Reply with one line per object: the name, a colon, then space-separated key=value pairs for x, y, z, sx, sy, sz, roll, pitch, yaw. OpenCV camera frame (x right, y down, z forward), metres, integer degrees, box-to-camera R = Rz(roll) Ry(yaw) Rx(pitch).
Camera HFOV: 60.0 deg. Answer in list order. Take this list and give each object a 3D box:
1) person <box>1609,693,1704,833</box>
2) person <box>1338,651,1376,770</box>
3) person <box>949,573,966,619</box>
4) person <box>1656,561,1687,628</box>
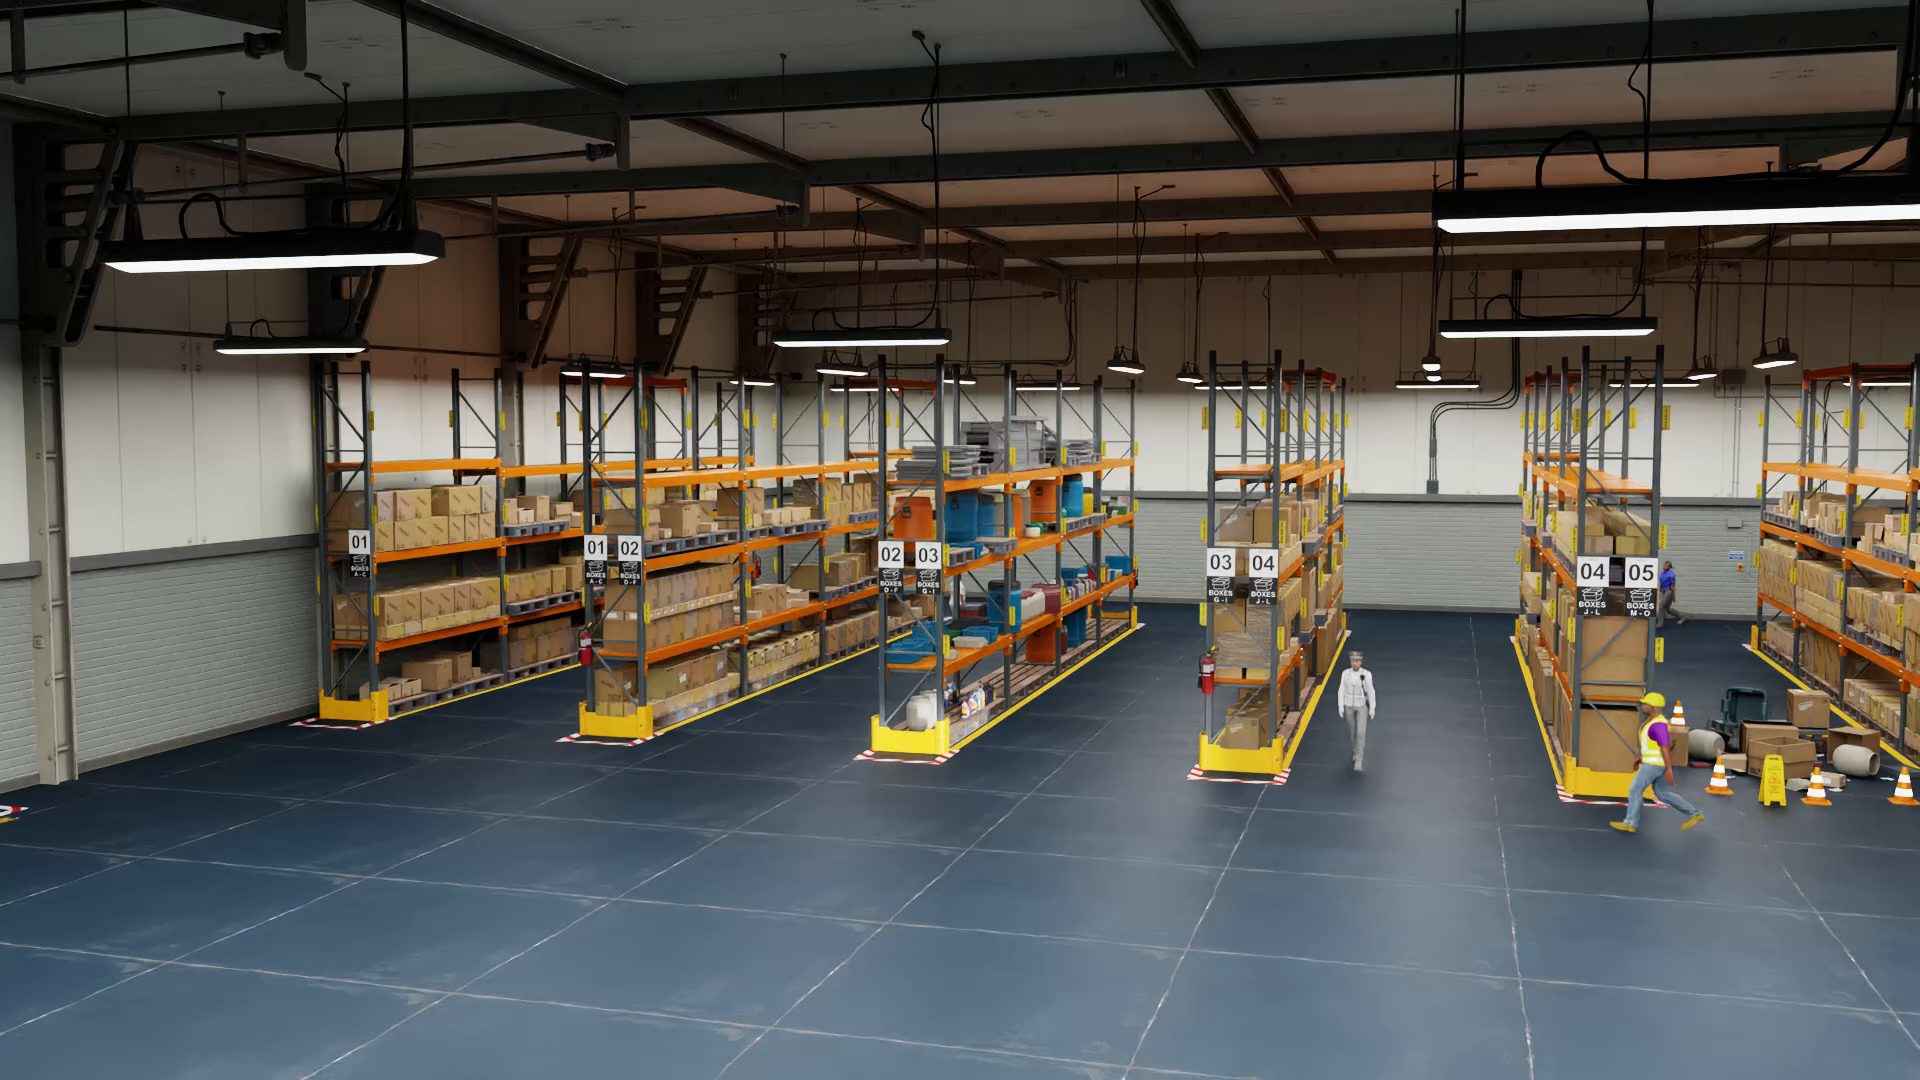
person: x=8.472 y=2.707 z=20.172 sx=1.068 sy=1.715 sz=0.623 roll=2 pitch=4 yaw=21
person: x=5.732 y=2.436 z=24.144 sx=0.512 sy=1.657 sz=0.839 roll=2 pitch=5 yaw=31
person: x=-0.089 y=1.505 z=37.294 sx=0.463 sy=1.675 sz=0.502 roll=-3 pitch=5 yaw=-36
person: x=17.156 y=1.307 z=40.197 sx=0.883 sy=1.617 sz=0.444 roll=0 pitch=4 yaw=2
